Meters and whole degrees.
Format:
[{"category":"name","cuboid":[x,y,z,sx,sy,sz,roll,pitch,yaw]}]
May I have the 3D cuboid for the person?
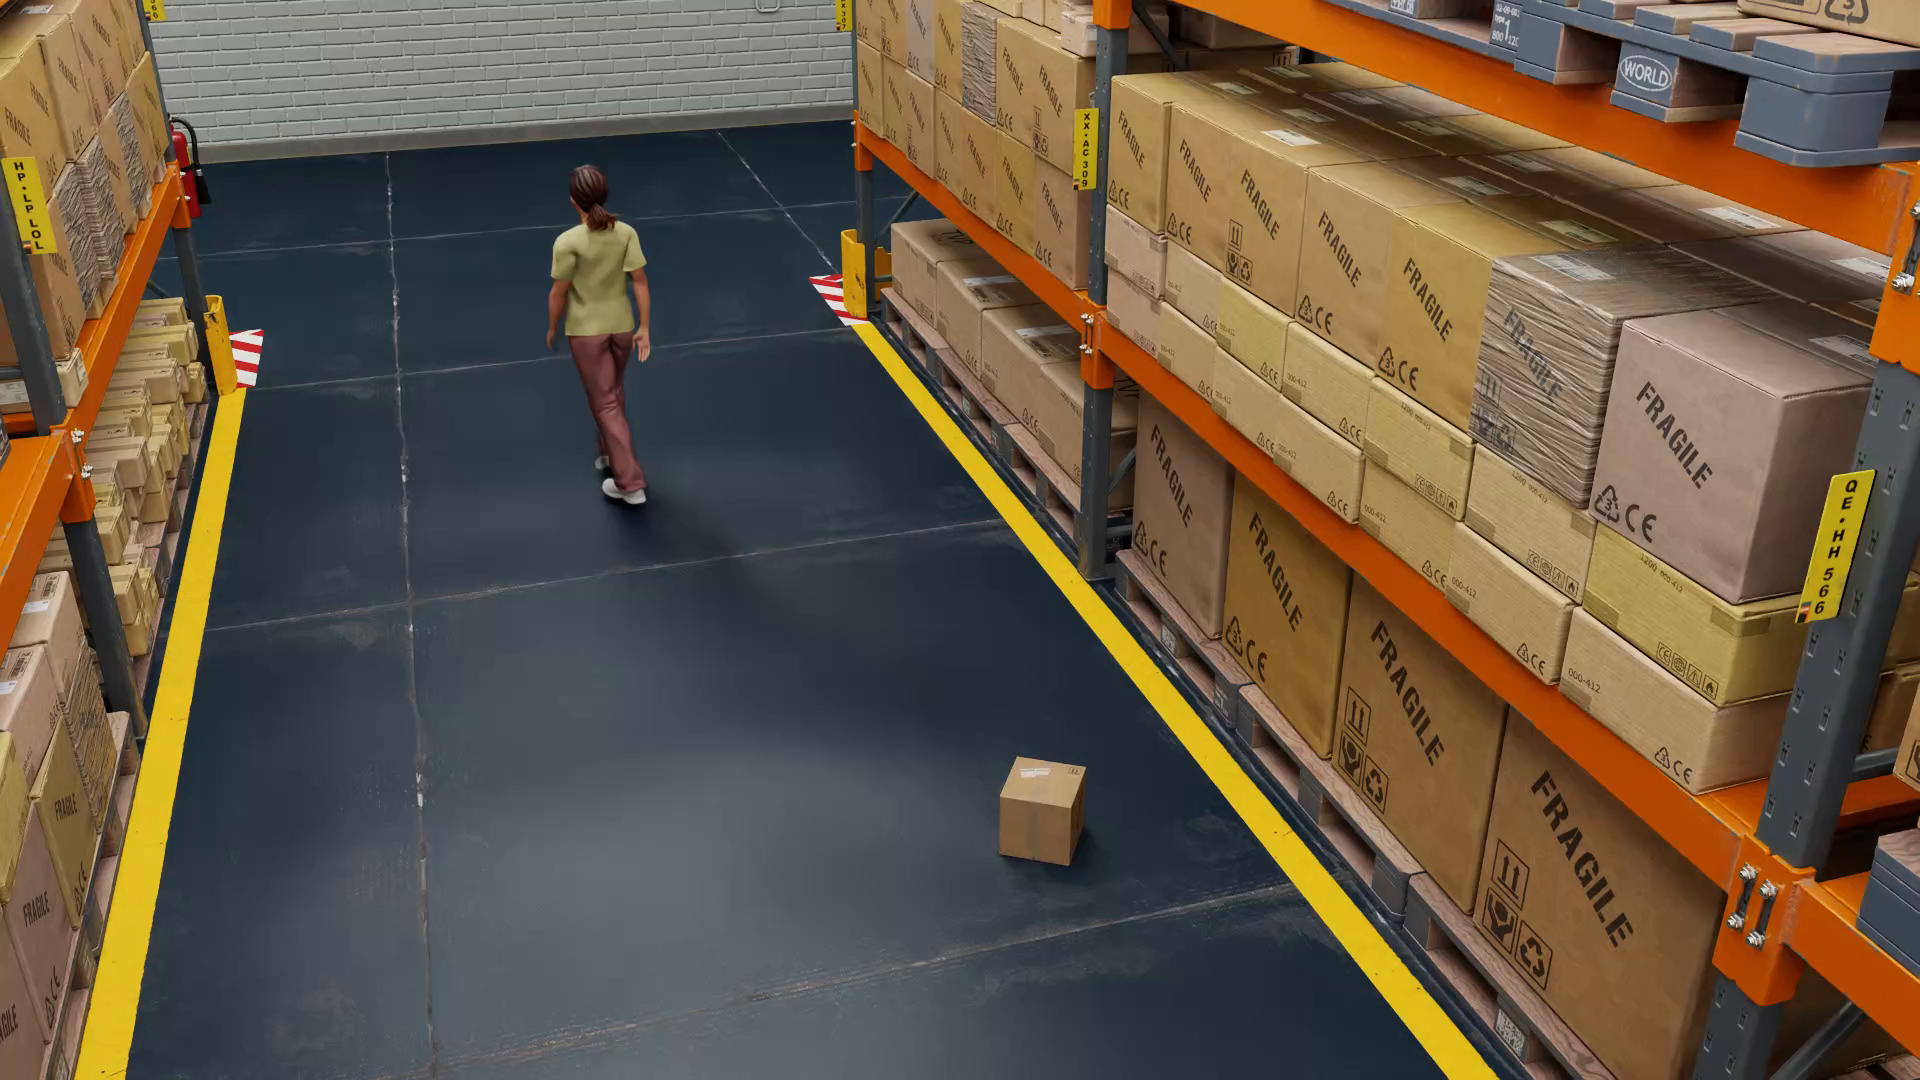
[{"category":"person","cuboid":[-1.797,-1.005,8.150,0.454,1.703,0.714,-20,33,-35]}]
